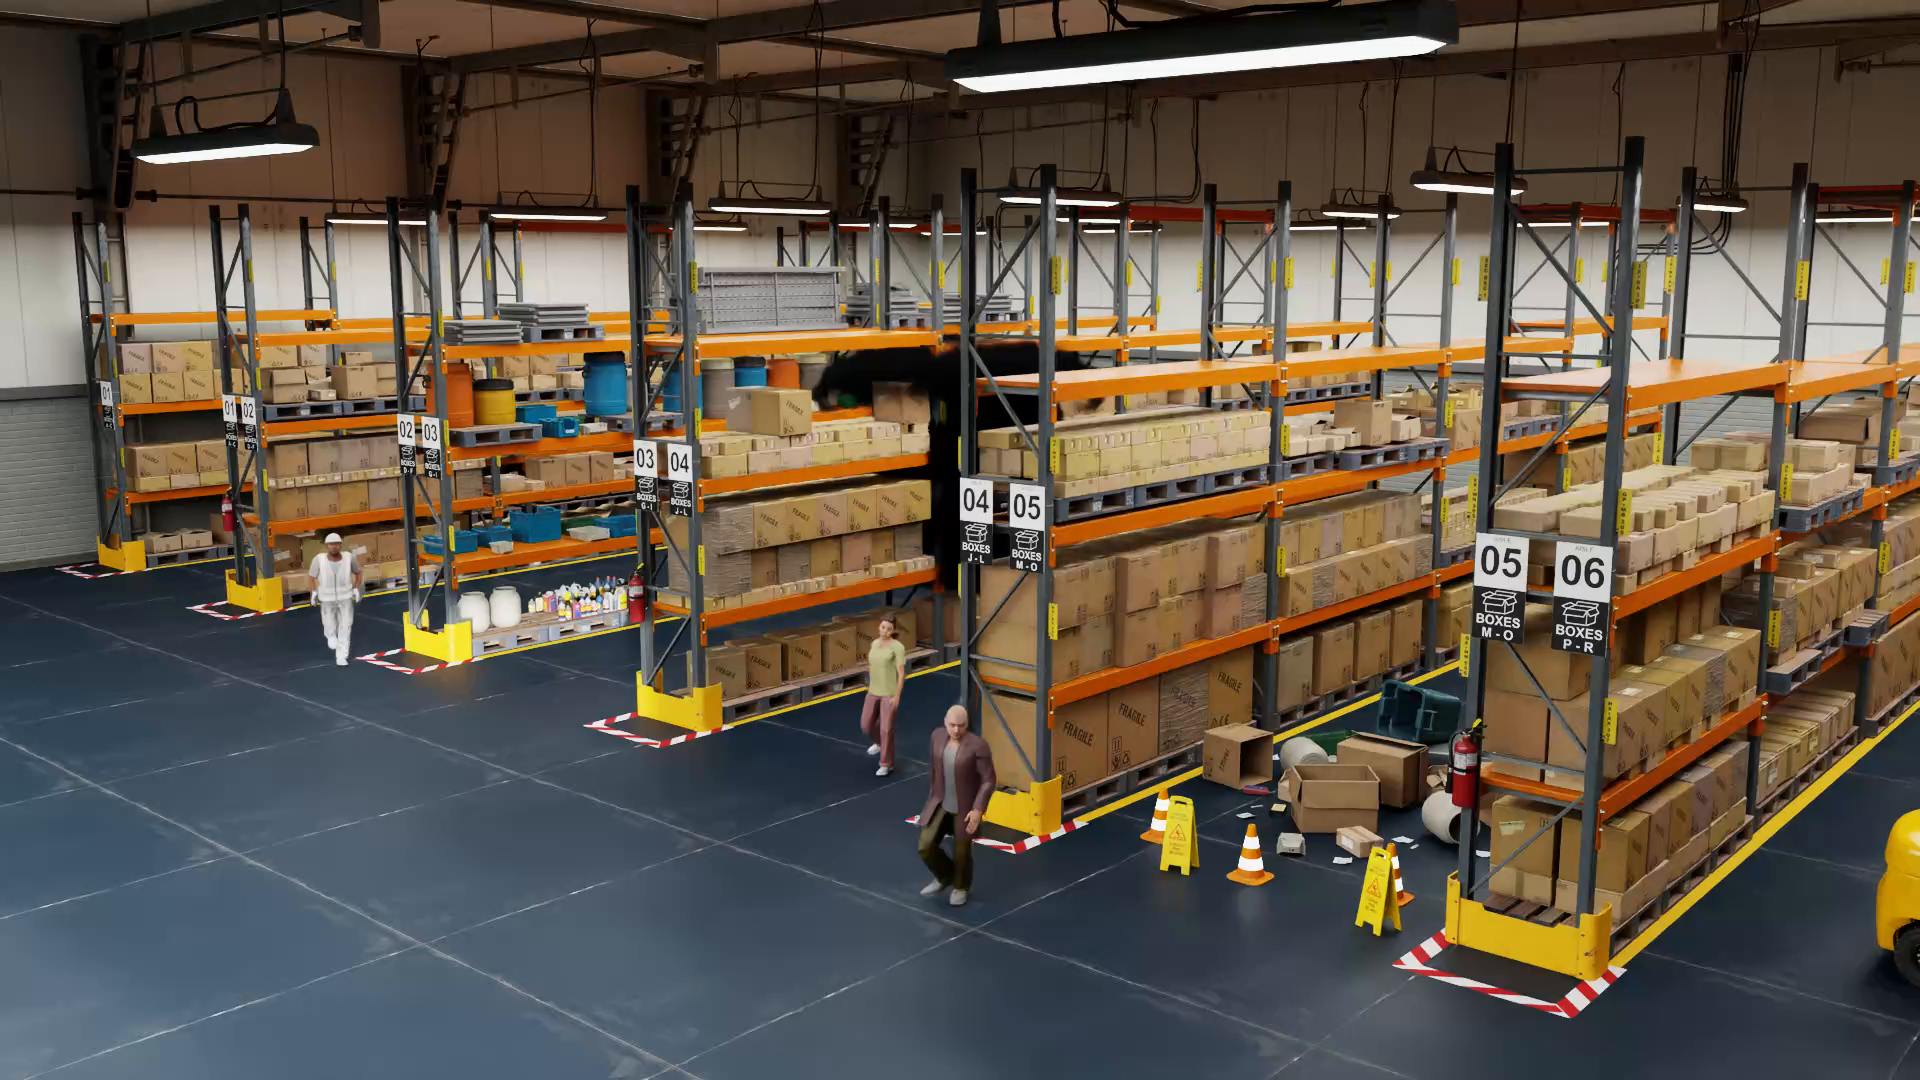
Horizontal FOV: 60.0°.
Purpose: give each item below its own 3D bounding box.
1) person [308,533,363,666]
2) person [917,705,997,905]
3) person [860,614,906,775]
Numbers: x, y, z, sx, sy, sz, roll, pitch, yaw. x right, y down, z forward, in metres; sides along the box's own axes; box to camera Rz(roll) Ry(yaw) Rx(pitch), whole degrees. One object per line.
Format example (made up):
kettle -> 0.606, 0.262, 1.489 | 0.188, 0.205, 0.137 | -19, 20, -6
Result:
person -> -8.101, 0.744, 21.610 | 0.666, 1.725, 0.706 | -4, 10, -21
person -> -0.009, 2.129, 13.282 | 0.680, 1.723, 0.764 | 3, 10, 18
person -> -0.757, 1.542, 16.969 | 0.603, 1.655, 0.546 | 6, 11, 30
